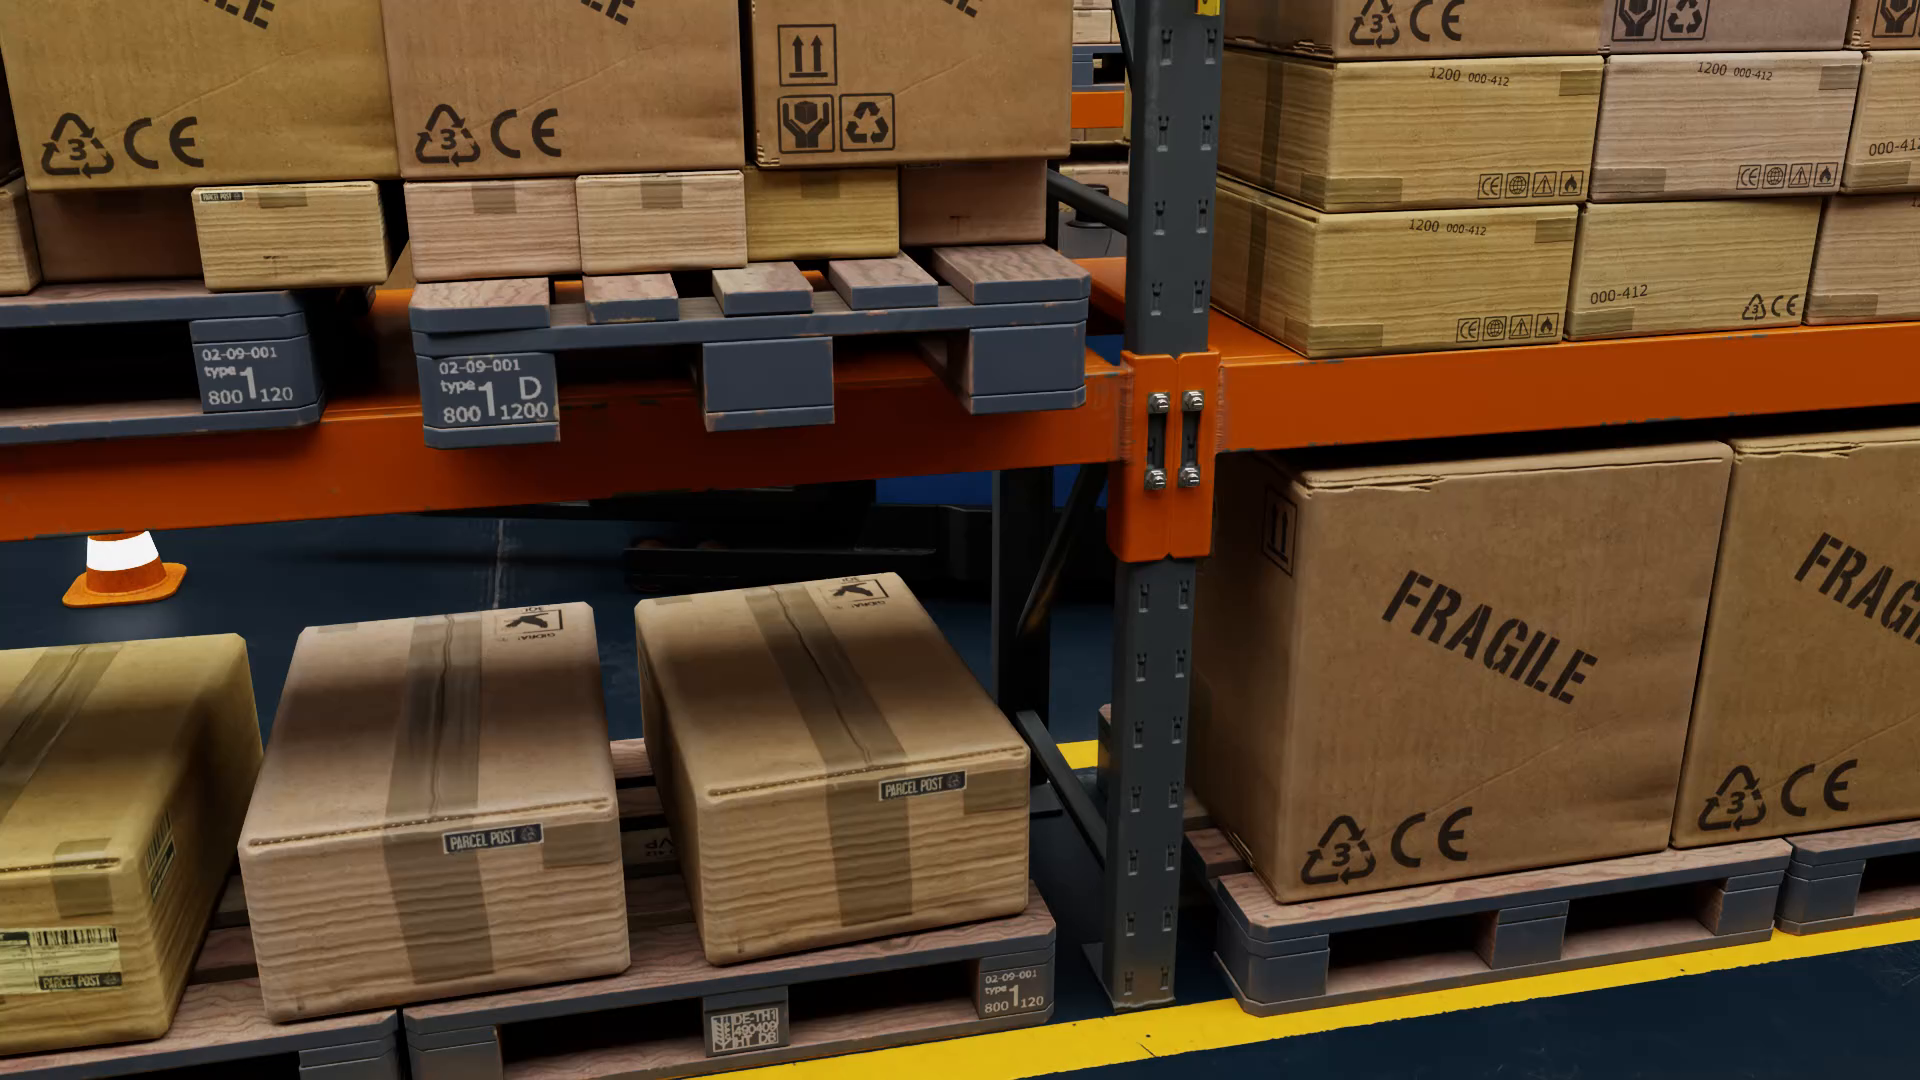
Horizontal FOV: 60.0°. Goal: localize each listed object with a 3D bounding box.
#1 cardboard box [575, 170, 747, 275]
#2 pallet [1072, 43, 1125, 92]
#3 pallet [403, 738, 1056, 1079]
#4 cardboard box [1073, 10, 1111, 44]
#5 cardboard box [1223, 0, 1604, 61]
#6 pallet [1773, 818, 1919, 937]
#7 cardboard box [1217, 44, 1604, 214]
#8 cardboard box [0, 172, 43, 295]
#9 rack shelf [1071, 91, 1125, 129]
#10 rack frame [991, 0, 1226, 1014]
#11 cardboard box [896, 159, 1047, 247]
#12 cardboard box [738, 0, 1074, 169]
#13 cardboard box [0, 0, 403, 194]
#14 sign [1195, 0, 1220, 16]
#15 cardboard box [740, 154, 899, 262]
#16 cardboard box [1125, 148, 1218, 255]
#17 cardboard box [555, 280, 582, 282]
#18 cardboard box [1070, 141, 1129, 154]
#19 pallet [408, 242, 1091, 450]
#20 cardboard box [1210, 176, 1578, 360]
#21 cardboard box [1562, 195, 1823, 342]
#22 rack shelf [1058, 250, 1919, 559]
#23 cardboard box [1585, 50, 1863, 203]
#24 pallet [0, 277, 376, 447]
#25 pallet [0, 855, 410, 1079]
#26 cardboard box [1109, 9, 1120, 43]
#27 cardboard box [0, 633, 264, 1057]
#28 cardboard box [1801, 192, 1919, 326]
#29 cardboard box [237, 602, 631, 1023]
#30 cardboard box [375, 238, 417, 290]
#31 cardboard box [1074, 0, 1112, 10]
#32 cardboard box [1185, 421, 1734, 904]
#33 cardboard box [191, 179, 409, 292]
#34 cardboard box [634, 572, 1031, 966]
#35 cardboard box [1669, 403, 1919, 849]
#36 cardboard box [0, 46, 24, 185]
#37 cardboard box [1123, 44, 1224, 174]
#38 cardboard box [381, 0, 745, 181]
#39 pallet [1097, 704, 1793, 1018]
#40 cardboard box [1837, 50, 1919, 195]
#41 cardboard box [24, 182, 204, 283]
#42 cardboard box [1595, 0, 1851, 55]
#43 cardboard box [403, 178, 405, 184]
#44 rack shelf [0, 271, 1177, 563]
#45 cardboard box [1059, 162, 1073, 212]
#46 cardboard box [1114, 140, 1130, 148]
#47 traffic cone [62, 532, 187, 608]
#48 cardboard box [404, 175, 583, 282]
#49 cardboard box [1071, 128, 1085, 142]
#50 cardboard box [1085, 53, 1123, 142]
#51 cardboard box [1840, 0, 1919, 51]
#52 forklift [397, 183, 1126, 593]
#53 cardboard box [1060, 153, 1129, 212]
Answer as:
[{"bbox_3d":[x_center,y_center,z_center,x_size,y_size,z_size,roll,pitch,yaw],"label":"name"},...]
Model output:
[{"bbox_3d":[-0.494,-0.542,2.689,0.250,0.149,0.380,-5,21,-13],"label":"cardboard box"},{"bbox_3d":[0.930,-2.377,8.223,1.213,0.211,1.003,-5,21,-12],"label":"pallet"},{"bbox_3d":[-0.511,0.722,3.535,1.213,0.211,1.003,-5,21,-12],"label":"pallet"},{"bbox_3d":[0.539,-2.431,7.844,0.250,0.149,0.380,-4,20,-11],"label":"cardboard box"},{"bbox_3d":[0.786,-1.122,2.917,0.500,0.500,0.500,-5,21,-14],"label":"cardboard box"},{"bbox_3d":[2.220,0.529,4.065,1.213,0.211,1.003,-5,21,-12],"label":"pallet"},{"bbox_3d":[0.800,-0.770,3.047,0.500,0.250,0.500,-5,21,-13],"label":"cardboard box"},{"bbox_3d":[-1.504,-0.474,2.501,0.250,0.149,0.380,-5,21,-14],"label":"cardboard box"},{"bbox_3d":[0.959,-2.118,8.281,4.000,0.370,1.077,-5,21,-12],"label":"rack shelf"},{"bbox_3d":[0.250,-0.648,3.223,0.127,3.000,1.000,-5,21,-12],"label":"rack frame"},{"bbox_3d":[-0.015,-0.623,2.908,0.250,0.149,0.380,-4,20,-10],"label":"cardboard box"},{"bbox_3d":[-0.128,-0.903,2.730,0.500,0.500,0.500,-5,21,-14],"label":"cardboard box"},{"bbox_3d":[-1.120,-0.818,2.499,0.500,0.500,0.500,-6,21,-16],"label":"cardboard box"},{"bbox_3d":[0.384,-0.974,2.544,0.005,0.325,0.100,-5,21,-12],"label":"sign"},{"bbox_3d":[-0.259,-0.577,2.784,0.250,0.149,0.380,-4,21,-12],"label":"cardboard box"},{"bbox_3d":[0.683,-0.705,3.596,0.500,0.250,0.500,-5,21,-14],"label":"cardboard box"},{"bbox_3d":[-1.601,-1.420,7.990,0.750,0.750,1.050,-5,21,-13],"label":"cardboard box"},{"bbox_3d":[0.605,-1.893,8.555,0.500,0.250,0.500,-4,21,-11],"label":"cardboard box"},{"bbox_3d":[-0.419,-0.466,3.005,1.003,0.211,1.213,-5,21,-12],"label":"pallet"},{"bbox_3d":[0.784,-0.532,3.125,0.500,0.250,0.500,-5,21,-13],"label":"cardboard box"},{"bbox_3d":[1.280,-0.579,3.252,0.500,0.250,0.500,-5,21,-14],"label":"cardboard box"},{"bbox_3d":[2.196,-0.469,3.779,4.000,0.370,1.077,-5,21,-12],"label":"rack shelf"},{"bbox_3d":[1.303,-0.811,3.158,0.500,0.250,0.500,-4,21,-11],"label":"cardboard box"},{"bbox_3d":[-1.667,-0.388,2.791,1.213,0.211,1.003,-5,21,-12],"label":"pallet"},{"bbox_3d":[-1.696,0.818,3.275,1.213,0.211,1.003,-5,21,-12],"label":"pallet"},{"bbox_3d":[0.784,-2.450,7.896,0.250,0.149,0.380,-4,21,-12],"label":"cardboard box"},{"bbox_3d":[-1.758,0.549,3.165,0.625,0.372,0.950,-4,20,-11],"label":"cardboard box"},{"bbox_3d":[1.792,-0.618,3.360,0.500,0.250,0.500,-4,20,-11],"label":"cardboard box"},{"bbox_3d":[-1.018,0.491,3.323,0.625,0.372,0.950,-5,21,-14],"label":"cardboard box"},{"bbox_3d":[-2.451,-1.350,7.798,0.750,0.750,1.050,-4,21,-12],"label":"cardboard box"},{"bbox_3d":[0.540,-2.571,7.794,0.250,0.149,0.380,-5,21,-12],"label":"cardboard box"},{"bbox_3d":[0.941,0.125,3.590,0.875,0.875,0.875,-5,21,-13],"label":"cardboard box"},{"bbox_3d":[-1.005,-0.499,2.570,0.250,0.149,0.380,-4,21,-12],"label":"cardboard box"},{"bbox_3d":[-0.302,0.430,3.490,0.625,0.372,0.950,-6,21,-16],"label":"cardboard box"},{"bbox_3d":[1.810,0.056,3.779,0.875,0.875,0.875,-4,21,-12],"label":"cardboard box"},{"bbox_3d":[-1.651,-0.775,2.381,0.500,0.500,0.500,-6,21,-15],"label":"cardboard box"},{"bbox_3d":[0.663,-0.936,3.500,0.500,0.250,0.500,-5,21,-13],"label":"cardboard box"},{"bbox_3d":[-0.629,-0.858,2.609,0.500,0.500,0.500,-5,21,-13],"label":"cardboard box"},{"bbox_3d":[1.035,0.624,3.804,1.213,0.211,1.003,-5,21,-12],"label":"pallet"},{"bbox_3d":[1.791,-0.846,3.254,0.500,0.250,0.500,-5,21,-13],"label":"cardboard box"},{"bbox_3d":[-1.279,-0.521,2.630,0.250,0.149,0.380,-4,21,-12],"label":"cardboard box"},{"bbox_3d":[1.267,-1.164,3.033,0.500,0.500,0.500,-5,21,-12],"label":"cardboard box"},{"bbox_3d":[-0.941,-0.732,3.206,0.250,0.149,0.380,-5,21,-12],"label":"cardboard box"},{"bbox_3d":[-1.696,-0.152,2.915,4.000,0.370,1.077,-5,21,-12],"label":"rack shelf"},{"bbox_3d":[0.233,-1.686,7.991,0.500,0.250,0.500,-5,21,-13],"label":"cardboard box"},{"bbox_3d":[1.111,-1.937,8.676,0.500,0.250,0.500,-4,20,-10],"label":"cardboard box"},{"bbox_3d":[-2.706,-0.065,5.319,0.334,0.463,0.336,-5,21,-12],"label":"traffic cone"},{"bbox_3d":[-0.741,-0.525,2.642,0.250,0.149,0.380,-6,21,-15],"label":"cardboard box"},{"bbox_3d":[0.375,-3.353,13.086,0.875,0.875,1.225,-5,21,-14],"label":"cardboard box"},{"bbox_3d":[1.244,-3.424,13.280,0.875,0.875,1.225,-5,21,-12],"label":"cardboard box"},{"bbox_3d":[1.774,-1.200,3.131,0.500,0.500,0.500,-4,21,-11],"label":"cardboard box"},{"bbox_3d":[-0.685,-1.384,5.331,3.031,2.935,1.130,1,20,3],"label":"forklift"},{"bbox_3d":[0.718,-1.721,8.086,0.500,0.250,0.500,-4,21,-12],"label":"cardboard box"}]
